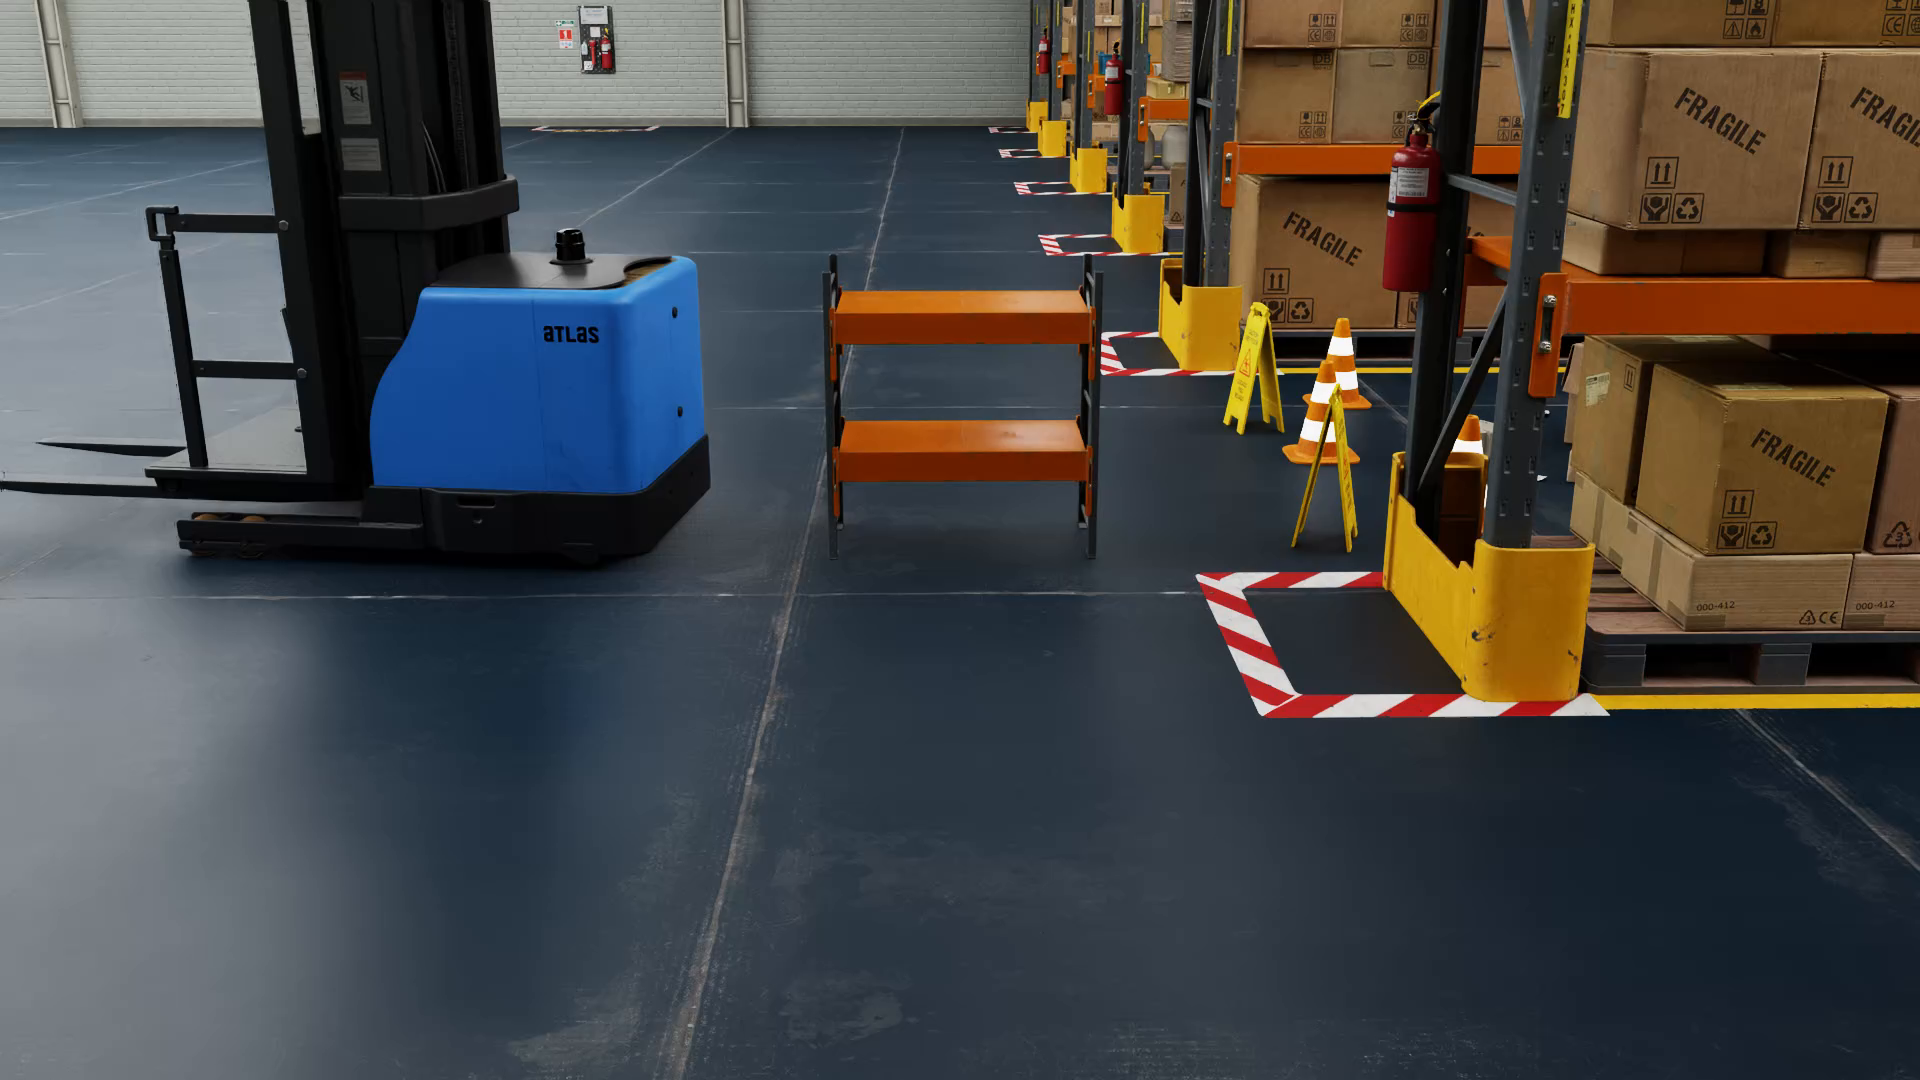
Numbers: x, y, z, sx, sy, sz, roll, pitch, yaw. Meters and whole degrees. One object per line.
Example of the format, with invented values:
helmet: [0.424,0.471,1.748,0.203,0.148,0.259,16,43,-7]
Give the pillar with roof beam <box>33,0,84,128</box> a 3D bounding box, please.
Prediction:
pillar with roof beam: [-15.944,-10.388,24.419,0.400,9.000,9.100,0,18,-1]

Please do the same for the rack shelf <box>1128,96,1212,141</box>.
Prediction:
rack shelf: [3.534,-3.794,14.863,4.000,0.370,1.077,0,18,-1]

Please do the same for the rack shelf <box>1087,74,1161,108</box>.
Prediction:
rack shelf: [3.455,-5.307,19.578,4.000,0.370,1.077,0,18,-1]

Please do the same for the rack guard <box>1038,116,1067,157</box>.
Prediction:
rack guard: [1.357,-5.962,24.536,0.348,0.500,1.175,0,18,-1]

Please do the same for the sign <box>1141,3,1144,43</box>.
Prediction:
sign: [1.542,-4.374,14.074,0.005,0.325,0.100,0,18,-1]

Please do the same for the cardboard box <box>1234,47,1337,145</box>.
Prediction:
cardboard box: [1.881,-2.699,10.025,0.550,0.550,0.875,0,18,-1]

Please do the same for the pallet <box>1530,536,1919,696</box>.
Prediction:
pallet: [2.579,0.234,5.693,1.213,0.211,1.003,0,18,-1]

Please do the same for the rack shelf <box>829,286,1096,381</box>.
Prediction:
rack shelf: [0.007,-0.814,6.507,1.000,0.278,0.538,0,18,-1]

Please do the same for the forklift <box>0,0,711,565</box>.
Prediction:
forklift: [-2.641,-1.479,6.581,3.031,2.935,1.130,2,18,7]

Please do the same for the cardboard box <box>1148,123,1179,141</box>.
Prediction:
cardboard box: [2.921,-5.984,24.325,0.500,0.250,0.500,0,18,-1]

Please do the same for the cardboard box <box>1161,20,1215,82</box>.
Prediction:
cardboard box: [2.084,-4.311,14.644,0.500,0.500,0.875,0,18,-1]

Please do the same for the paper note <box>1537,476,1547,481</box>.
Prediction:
paper note: [2.604,-0.299,7.650,0.142,0.019,0.148,-7,19,-20]

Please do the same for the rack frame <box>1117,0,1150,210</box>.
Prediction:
rack frame: [1.534,-4.127,14.723,0.127,3.000,1.000,0,18,-1]

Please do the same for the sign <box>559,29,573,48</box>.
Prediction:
sign: [-7.040,-8.950,29.698,0.234,0.329,0.001,0,18,-1]

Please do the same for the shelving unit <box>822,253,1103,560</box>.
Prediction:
shelving unit: [0.007,-0.536,6.596,1.048,1.125,0.538,0,18,-1]

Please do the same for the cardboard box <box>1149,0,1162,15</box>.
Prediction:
cardboard box: [2.931,-7.824,23.958,0.500,0.500,0.700,0,18,-1]

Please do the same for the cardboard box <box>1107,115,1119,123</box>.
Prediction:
cardboard box: [2.421,-6.338,24.201,0.500,0.500,0.500,0,18,-1]

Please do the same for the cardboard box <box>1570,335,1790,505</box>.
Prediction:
cardboard box: [2.487,-0.432,5.789,0.500,0.500,0.500,0,18,-1]

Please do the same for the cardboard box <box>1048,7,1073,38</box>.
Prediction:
cardboard box: [1.781,-8.871,28.497,0.500,0.500,0.500,0,18,-1]

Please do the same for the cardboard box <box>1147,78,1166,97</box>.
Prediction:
cardboard box: [1.815,-4.072,14.962,0.250,0.149,0.380,0,18,-1]

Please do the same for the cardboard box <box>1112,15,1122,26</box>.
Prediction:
cardboard box: [2.290,-7.448,23.850,0.250,0.149,0.380,0,18,-1]

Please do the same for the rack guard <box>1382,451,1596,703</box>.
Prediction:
rack guard: [1.766,0.089,5.670,0.348,0.500,1.175,0,18,-1]

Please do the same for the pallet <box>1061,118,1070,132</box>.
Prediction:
pallet: [2.188,-7.331,29.276,1.213,0.211,1.003,0,18,-1]

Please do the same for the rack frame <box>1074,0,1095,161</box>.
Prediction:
rack frame: [1.456,-5.640,19.438,0.127,3.000,1.000,0,18,-1]

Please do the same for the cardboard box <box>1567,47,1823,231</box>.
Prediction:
cardboard box: [2.168,-1.207,4.970,0.500,0.500,0.500,-1,18,-2]

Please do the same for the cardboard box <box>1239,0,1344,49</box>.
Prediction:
cardboard box: [1.883,-3.187,9.780,0.550,0.550,0.875,0,18,-1]

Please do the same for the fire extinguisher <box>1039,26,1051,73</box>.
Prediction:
fire extinguisher: [1.256,-7.257,24.607,0.183,0.674,0.296,0,18,-1]

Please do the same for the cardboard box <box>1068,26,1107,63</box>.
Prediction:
cardboard box: [1.848,-7.199,24.134,0.500,0.500,0.700,0,18,-1]

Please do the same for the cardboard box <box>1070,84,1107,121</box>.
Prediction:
cardboard box: [1.913,-6.494,24.687,0.500,0.500,0.500,0,18,-1]

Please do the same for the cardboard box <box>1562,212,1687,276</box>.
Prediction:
cardboard box: [2.033,-0.919,5.134,0.250,0.149,0.380,0,18,-1]

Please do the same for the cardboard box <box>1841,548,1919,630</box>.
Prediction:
cardboard box: [3.012,0.089,5.393,0.500,0.250,0.500,0,18,1]

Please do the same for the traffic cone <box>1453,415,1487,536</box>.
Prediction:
traffic cone: [2.100,-0.289,6.910,0.334,0.463,0.336,0,18,-1]

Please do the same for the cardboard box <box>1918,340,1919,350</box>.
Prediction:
cardboard box: [3.368,-0.764,5.763,0.250,0.149,0.380,0,18,2]

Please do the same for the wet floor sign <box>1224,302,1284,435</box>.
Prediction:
wet floor sign: [1.513,-0.886,8.473,0.232,0.644,0.267,-3,18,-10]

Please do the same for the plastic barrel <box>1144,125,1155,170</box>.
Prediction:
plastic barrel: [2.112,-4.682,19.837,0.421,0.512,0.421,0,18,0]

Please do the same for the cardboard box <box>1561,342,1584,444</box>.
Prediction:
cardboard box: [3.407,-0.693,8.106,0.637,0.503,0.797,-15,23,-39]

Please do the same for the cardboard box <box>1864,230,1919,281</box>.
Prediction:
cardboard box: [2.806,-0.888,5.038,0.250,0.149,0.380,0,18,0]

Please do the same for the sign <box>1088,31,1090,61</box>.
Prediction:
sign: [1.460,-5.604,18.872,0.005,0.325,0.100,0,18,-1]

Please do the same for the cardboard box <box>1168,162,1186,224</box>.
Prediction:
cardboard box: [2.158,-3.135,15.034,0.500,0.500,0.500,3,18,9]

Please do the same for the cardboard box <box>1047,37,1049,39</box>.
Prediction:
cardboard box: [1.764,-8.665,29.082,0.500,0.250,0.500,0,18,0]

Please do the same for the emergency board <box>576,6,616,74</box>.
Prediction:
emergency board: [-6.485,-8.904,29.614,0.643,1.169,0.194,0,18,-1]
